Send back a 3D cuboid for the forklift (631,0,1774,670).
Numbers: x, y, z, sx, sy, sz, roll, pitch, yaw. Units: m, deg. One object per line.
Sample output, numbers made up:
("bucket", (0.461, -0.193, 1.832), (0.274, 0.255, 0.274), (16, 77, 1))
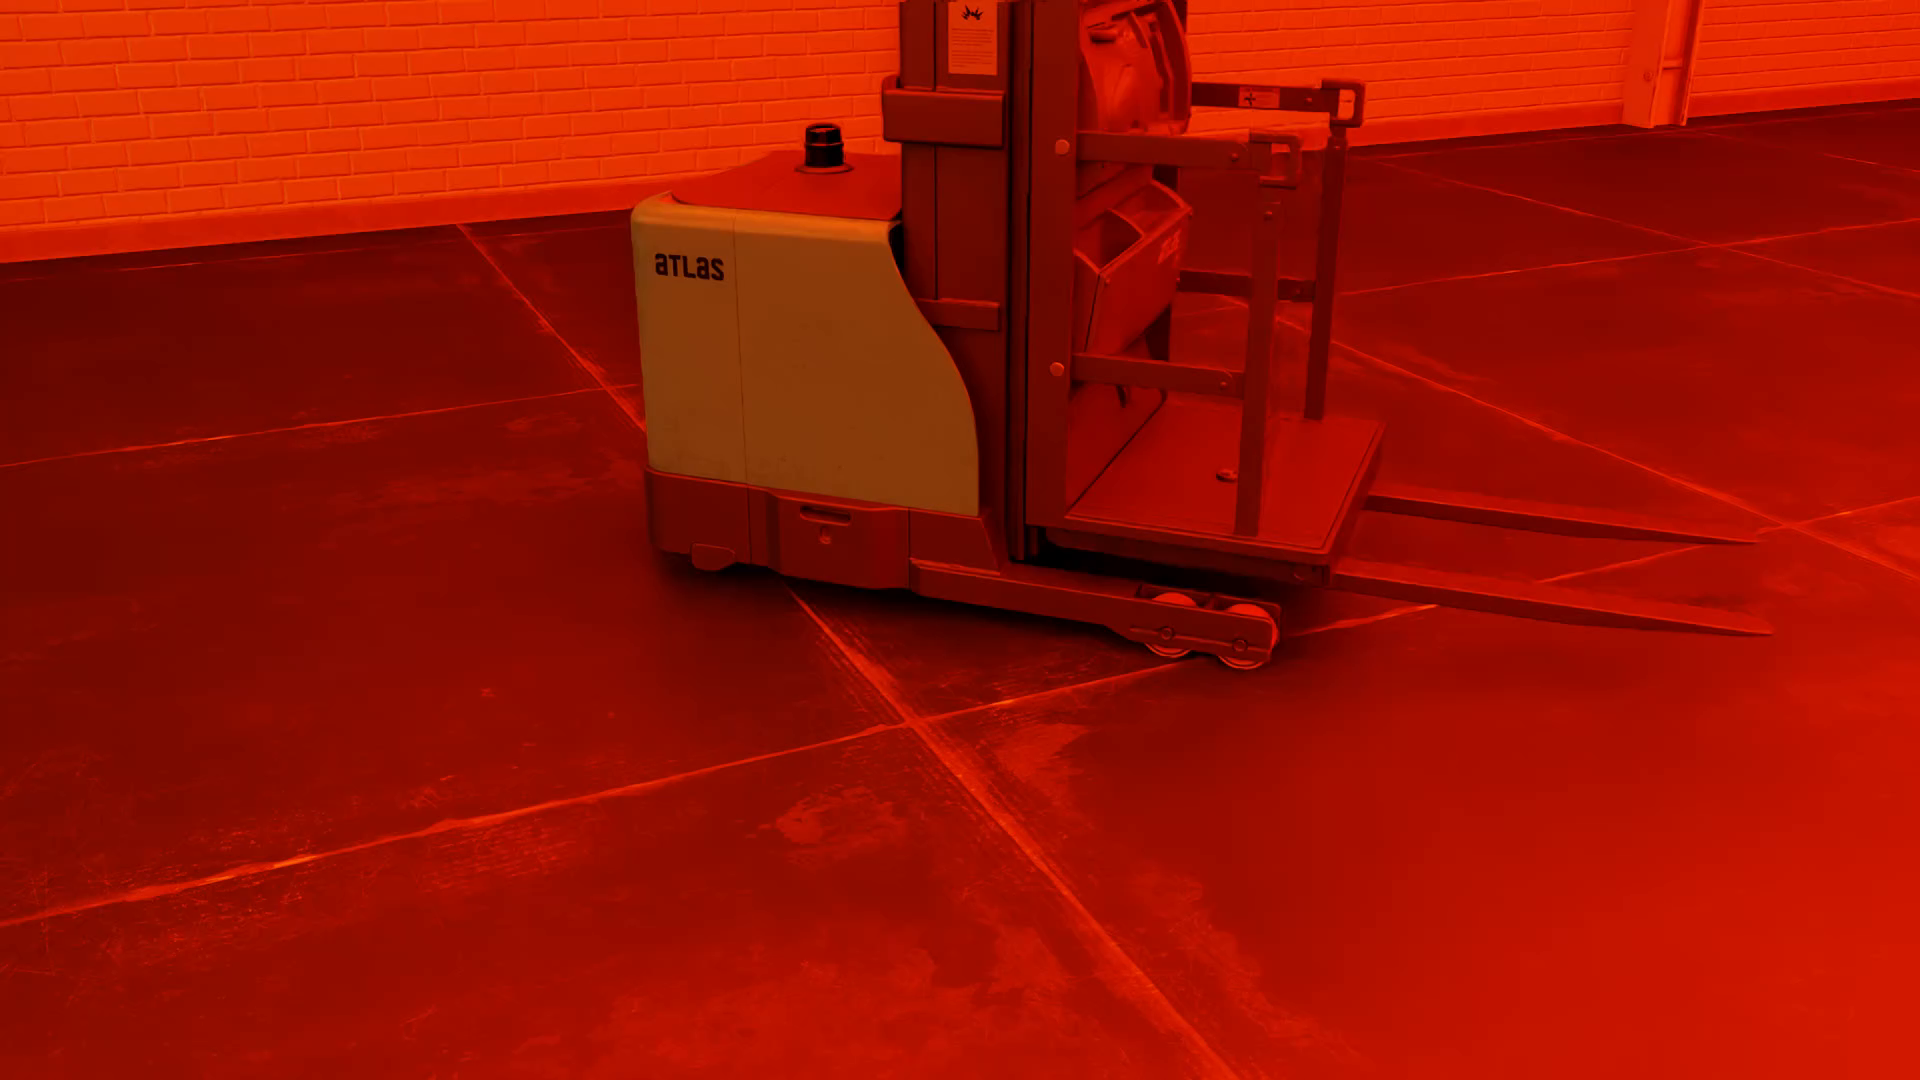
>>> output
("forklift", (0.653, -1.249, 4.292), (3.031, 2.935, 1.130), (8, 24, 19))
